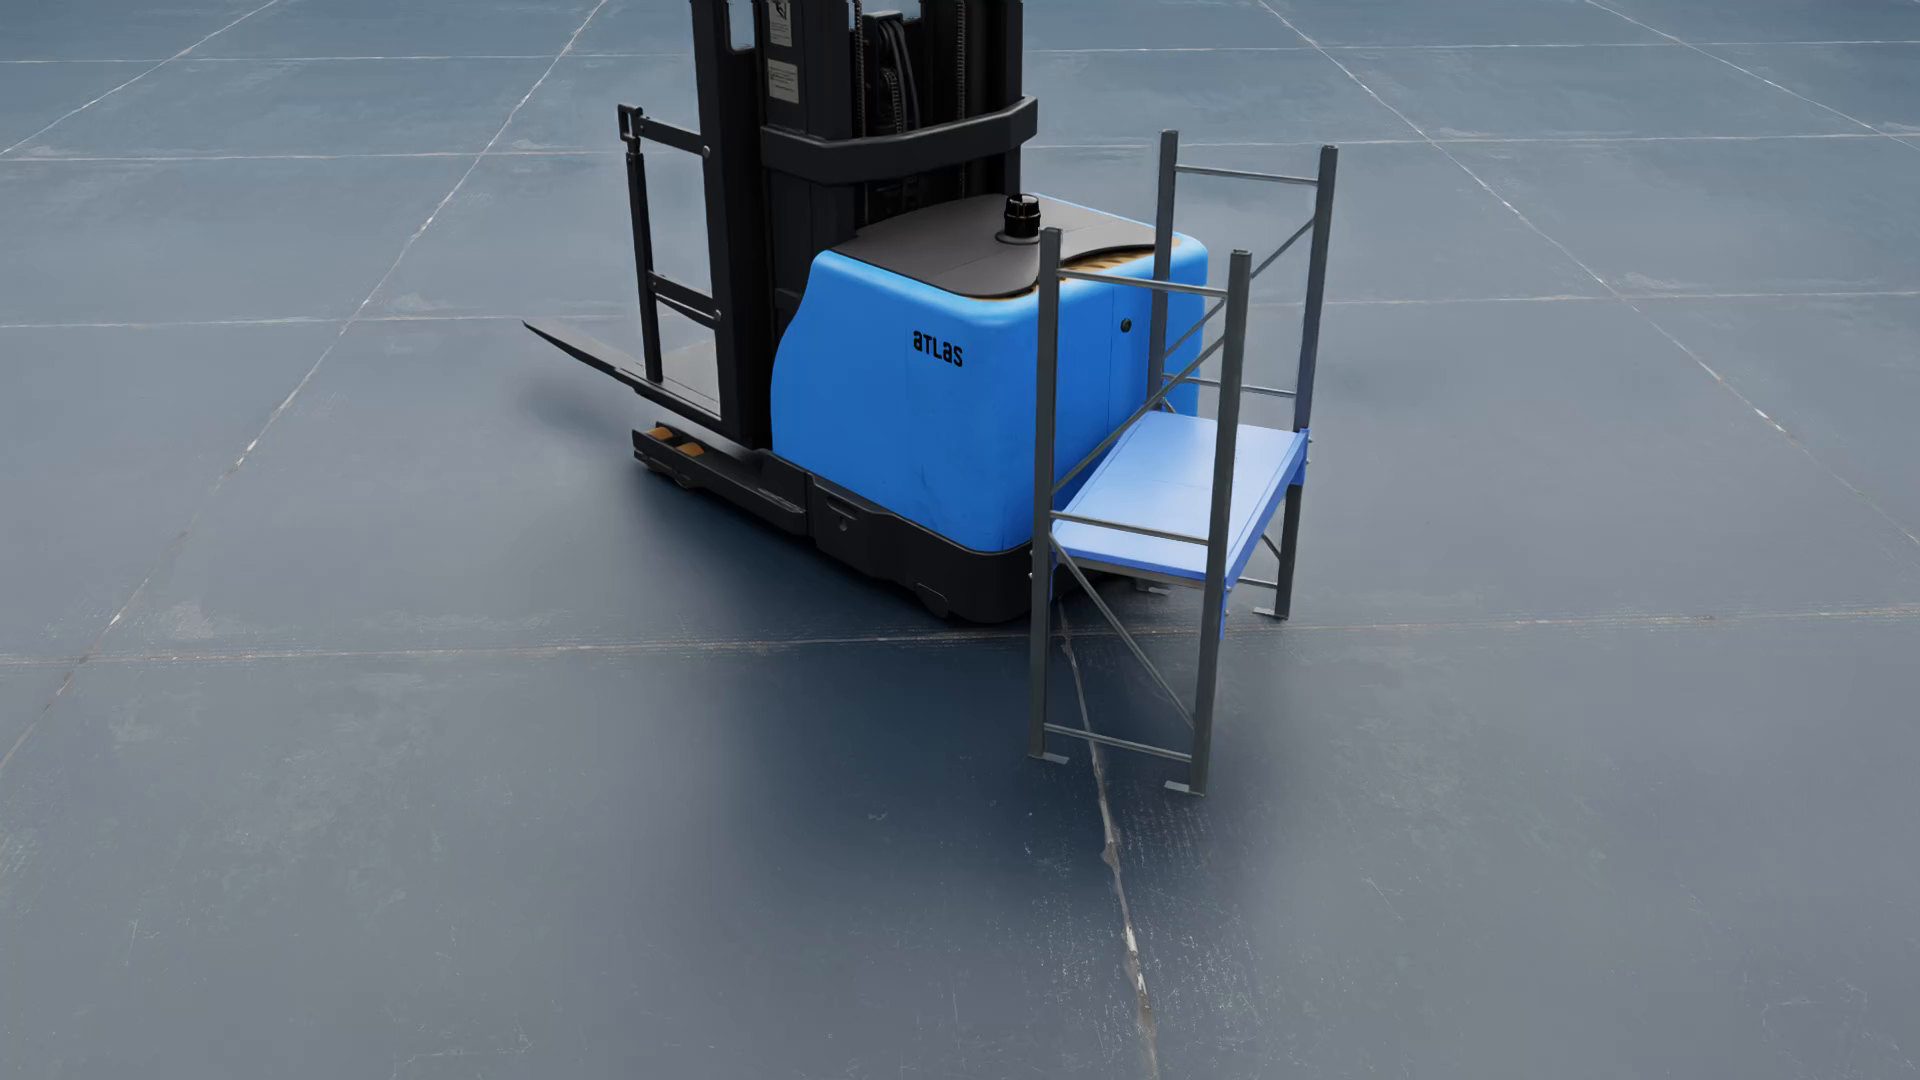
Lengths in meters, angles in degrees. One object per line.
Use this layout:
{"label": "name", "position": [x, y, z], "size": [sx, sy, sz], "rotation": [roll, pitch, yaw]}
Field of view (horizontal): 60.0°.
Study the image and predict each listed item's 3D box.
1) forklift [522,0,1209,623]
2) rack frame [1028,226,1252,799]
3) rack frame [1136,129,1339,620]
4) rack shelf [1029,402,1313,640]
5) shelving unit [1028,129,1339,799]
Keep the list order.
{"label": "forklift", "position": [-0.576, -1.634, 5.714], "size": [1.130, 2.935, 3.031], "rotation": [-24, 36, -38]}
{"label": "rack frame", "position": [0.425, -0.027, 4.179], "size": [0.500, 1.500, 0.032], "rotation": [11, 29, 20]}
{"label": "rack frame", "position": [0.811, -0.462, 5.013], "size": [0.500, 1.500, 0.032], "rotation": [11, 29, 20]}
{"label": "rack shelf", "position": [0.618, -0.085, 4.680], "size": [0.538, 0.185, 1.000], "rotation": [11, 29, 20]}
{"label": "shelving unit", "position": [0.618, -0.244, 4.596], "size": [0.538, 1.500, 1.048], "rotation": [11, 29, 20]}
